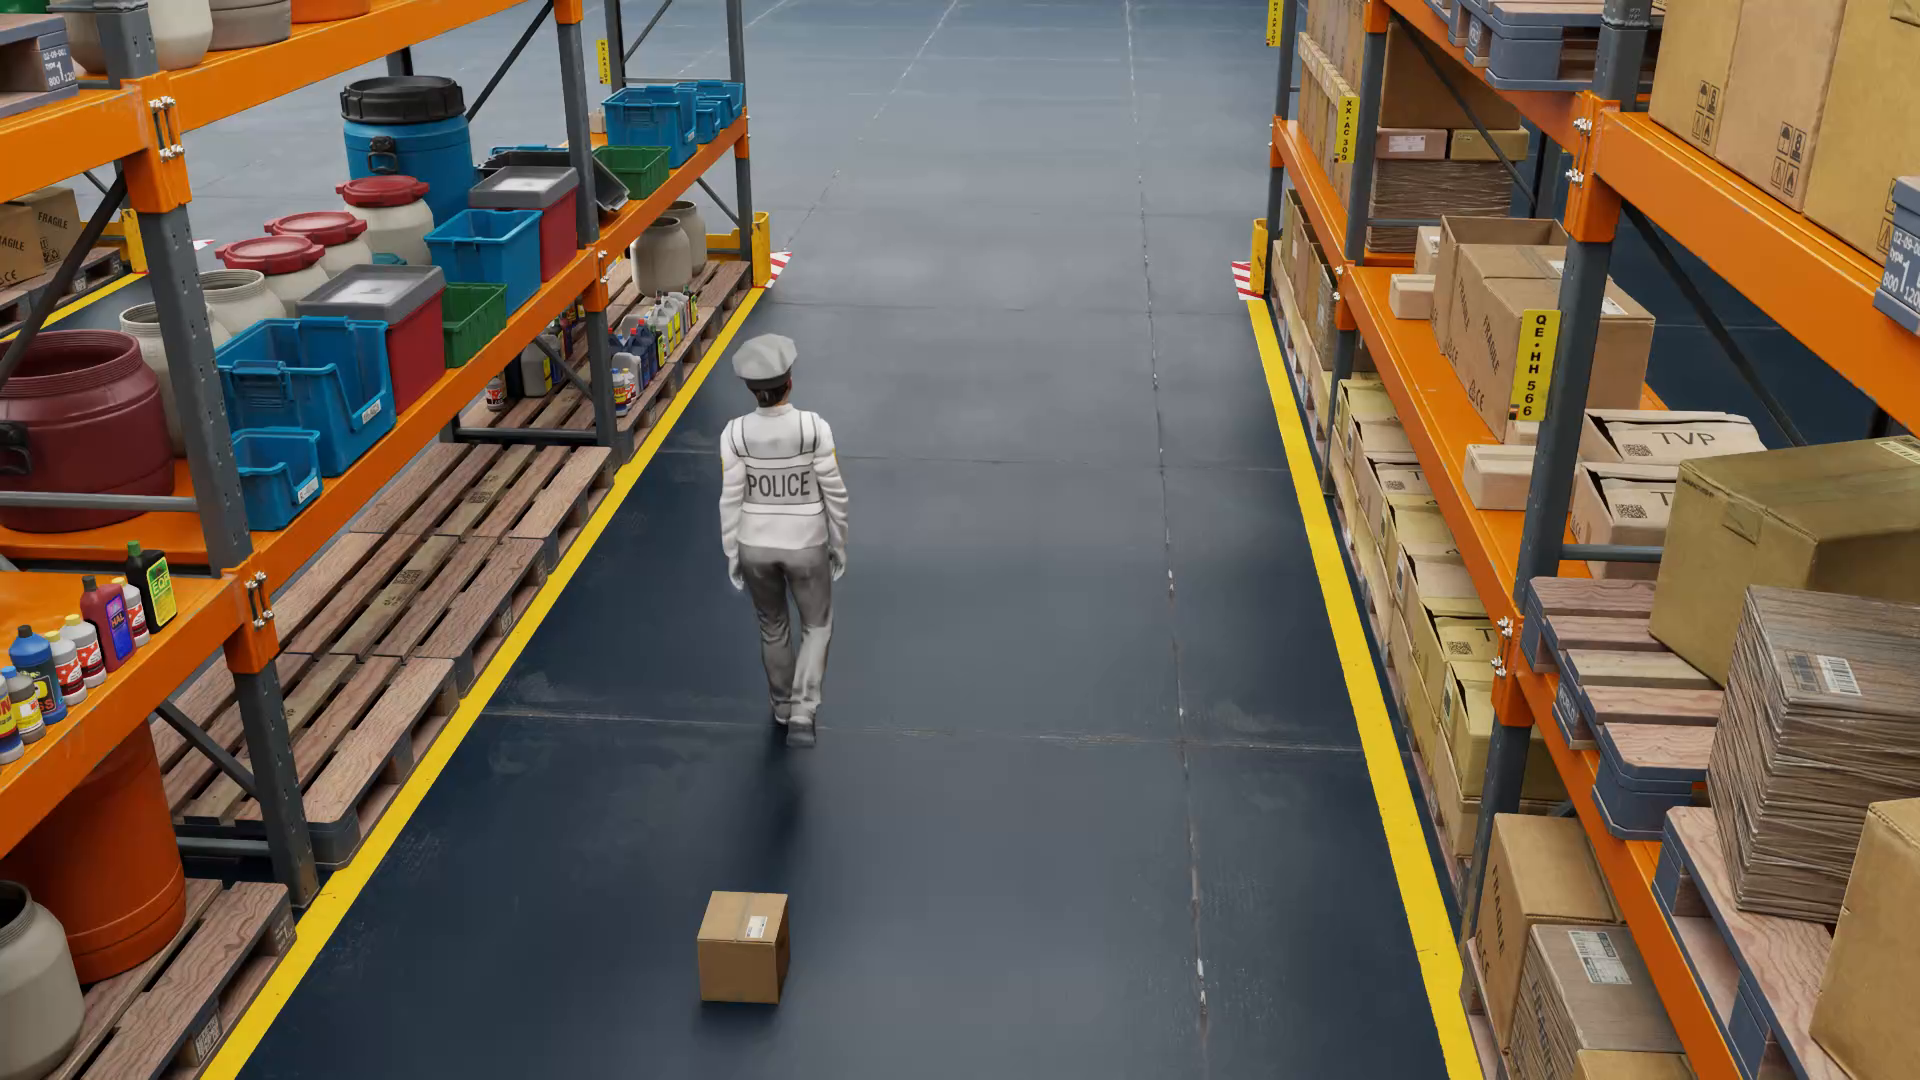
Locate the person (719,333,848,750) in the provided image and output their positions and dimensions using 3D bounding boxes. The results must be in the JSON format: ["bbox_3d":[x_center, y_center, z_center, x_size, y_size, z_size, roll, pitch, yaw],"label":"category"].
[{"bbox_3d":[-0.676,0.048,6.438,0.495,1.659,0.732,0,25,-1],"label":"person"}]
